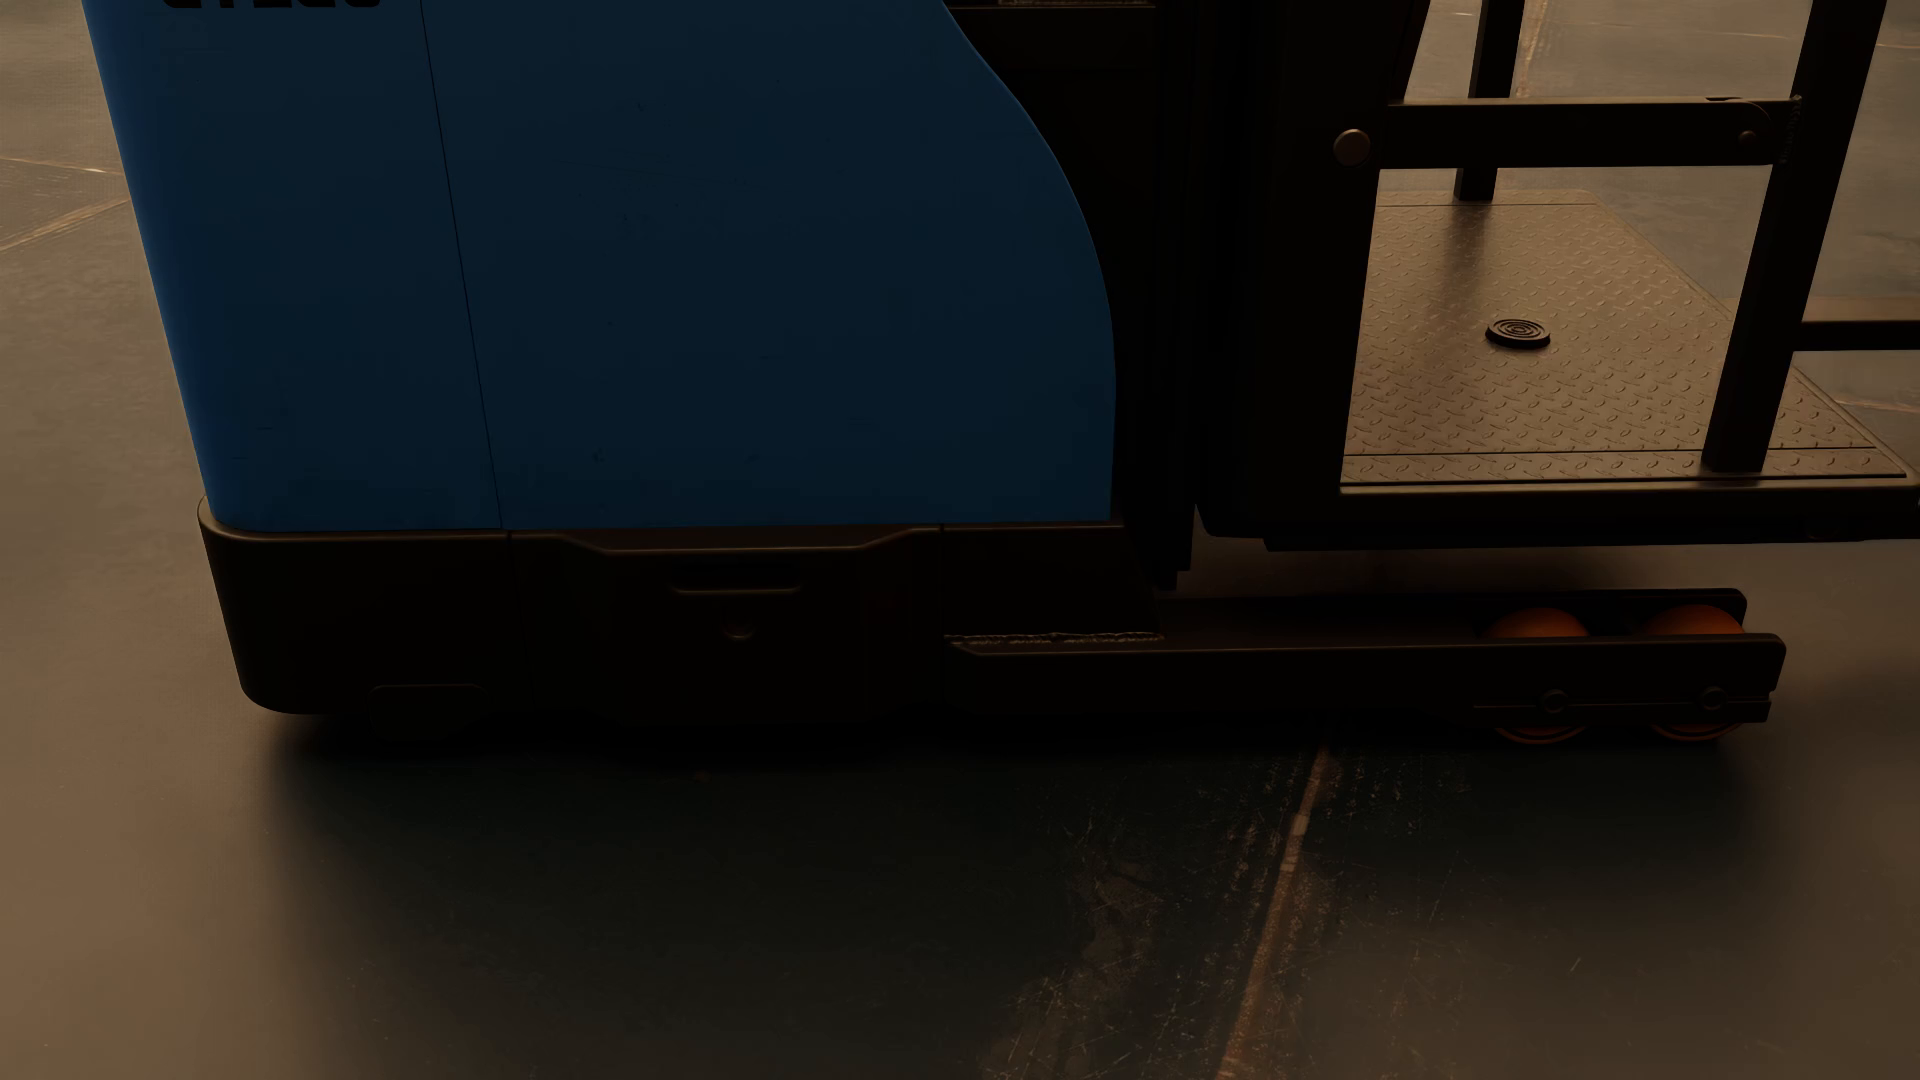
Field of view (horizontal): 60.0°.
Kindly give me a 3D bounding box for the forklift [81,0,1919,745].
[{"bbox_3d":[0.608,-1.285,1.795,3.031,2.935,1.130,-1,30,-2],"label":"forklift"}]
